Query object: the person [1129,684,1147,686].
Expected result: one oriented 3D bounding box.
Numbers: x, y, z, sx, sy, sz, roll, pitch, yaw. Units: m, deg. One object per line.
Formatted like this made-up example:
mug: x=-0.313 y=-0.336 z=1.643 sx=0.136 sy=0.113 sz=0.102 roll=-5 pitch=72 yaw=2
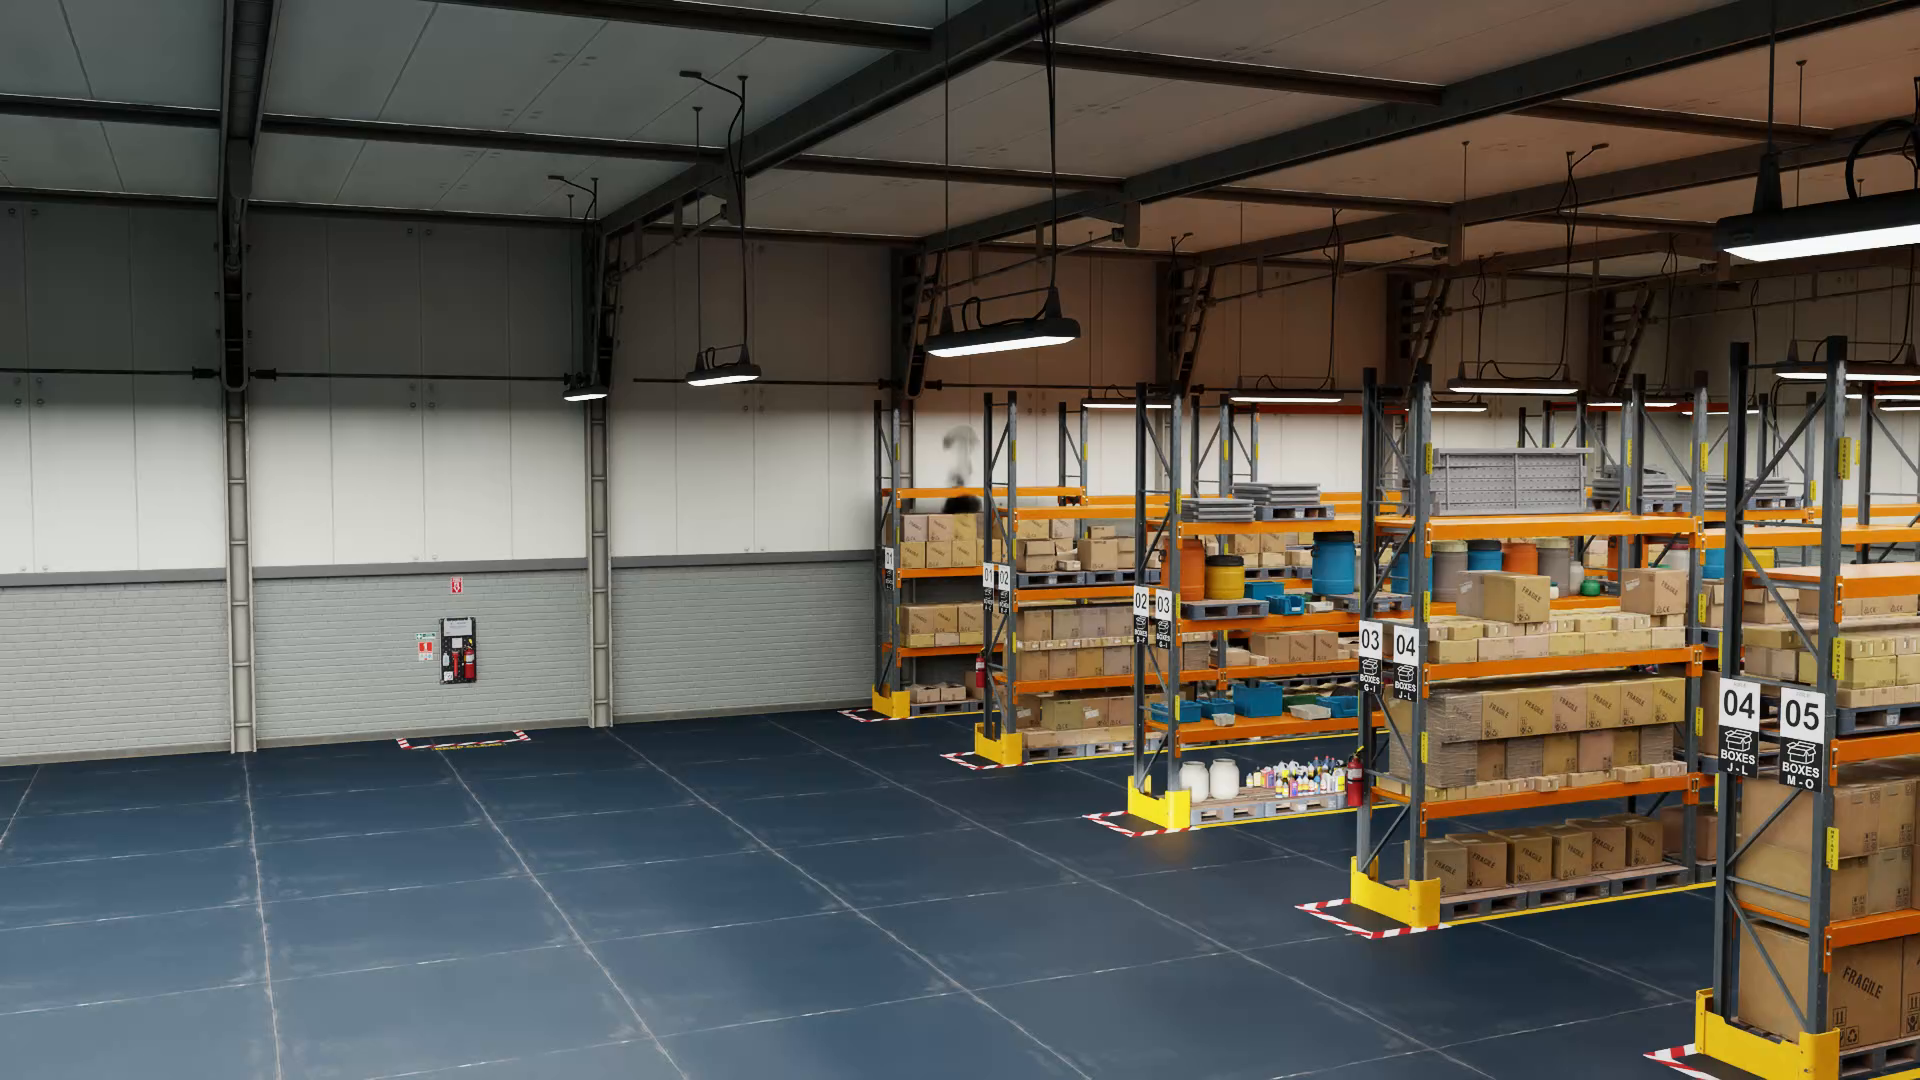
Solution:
person: x=3.326 y=2.524 z=30.555 sx=0.880 sy=1.765 sz=0.711 roll=-2 pitch=4 yaw=-25
